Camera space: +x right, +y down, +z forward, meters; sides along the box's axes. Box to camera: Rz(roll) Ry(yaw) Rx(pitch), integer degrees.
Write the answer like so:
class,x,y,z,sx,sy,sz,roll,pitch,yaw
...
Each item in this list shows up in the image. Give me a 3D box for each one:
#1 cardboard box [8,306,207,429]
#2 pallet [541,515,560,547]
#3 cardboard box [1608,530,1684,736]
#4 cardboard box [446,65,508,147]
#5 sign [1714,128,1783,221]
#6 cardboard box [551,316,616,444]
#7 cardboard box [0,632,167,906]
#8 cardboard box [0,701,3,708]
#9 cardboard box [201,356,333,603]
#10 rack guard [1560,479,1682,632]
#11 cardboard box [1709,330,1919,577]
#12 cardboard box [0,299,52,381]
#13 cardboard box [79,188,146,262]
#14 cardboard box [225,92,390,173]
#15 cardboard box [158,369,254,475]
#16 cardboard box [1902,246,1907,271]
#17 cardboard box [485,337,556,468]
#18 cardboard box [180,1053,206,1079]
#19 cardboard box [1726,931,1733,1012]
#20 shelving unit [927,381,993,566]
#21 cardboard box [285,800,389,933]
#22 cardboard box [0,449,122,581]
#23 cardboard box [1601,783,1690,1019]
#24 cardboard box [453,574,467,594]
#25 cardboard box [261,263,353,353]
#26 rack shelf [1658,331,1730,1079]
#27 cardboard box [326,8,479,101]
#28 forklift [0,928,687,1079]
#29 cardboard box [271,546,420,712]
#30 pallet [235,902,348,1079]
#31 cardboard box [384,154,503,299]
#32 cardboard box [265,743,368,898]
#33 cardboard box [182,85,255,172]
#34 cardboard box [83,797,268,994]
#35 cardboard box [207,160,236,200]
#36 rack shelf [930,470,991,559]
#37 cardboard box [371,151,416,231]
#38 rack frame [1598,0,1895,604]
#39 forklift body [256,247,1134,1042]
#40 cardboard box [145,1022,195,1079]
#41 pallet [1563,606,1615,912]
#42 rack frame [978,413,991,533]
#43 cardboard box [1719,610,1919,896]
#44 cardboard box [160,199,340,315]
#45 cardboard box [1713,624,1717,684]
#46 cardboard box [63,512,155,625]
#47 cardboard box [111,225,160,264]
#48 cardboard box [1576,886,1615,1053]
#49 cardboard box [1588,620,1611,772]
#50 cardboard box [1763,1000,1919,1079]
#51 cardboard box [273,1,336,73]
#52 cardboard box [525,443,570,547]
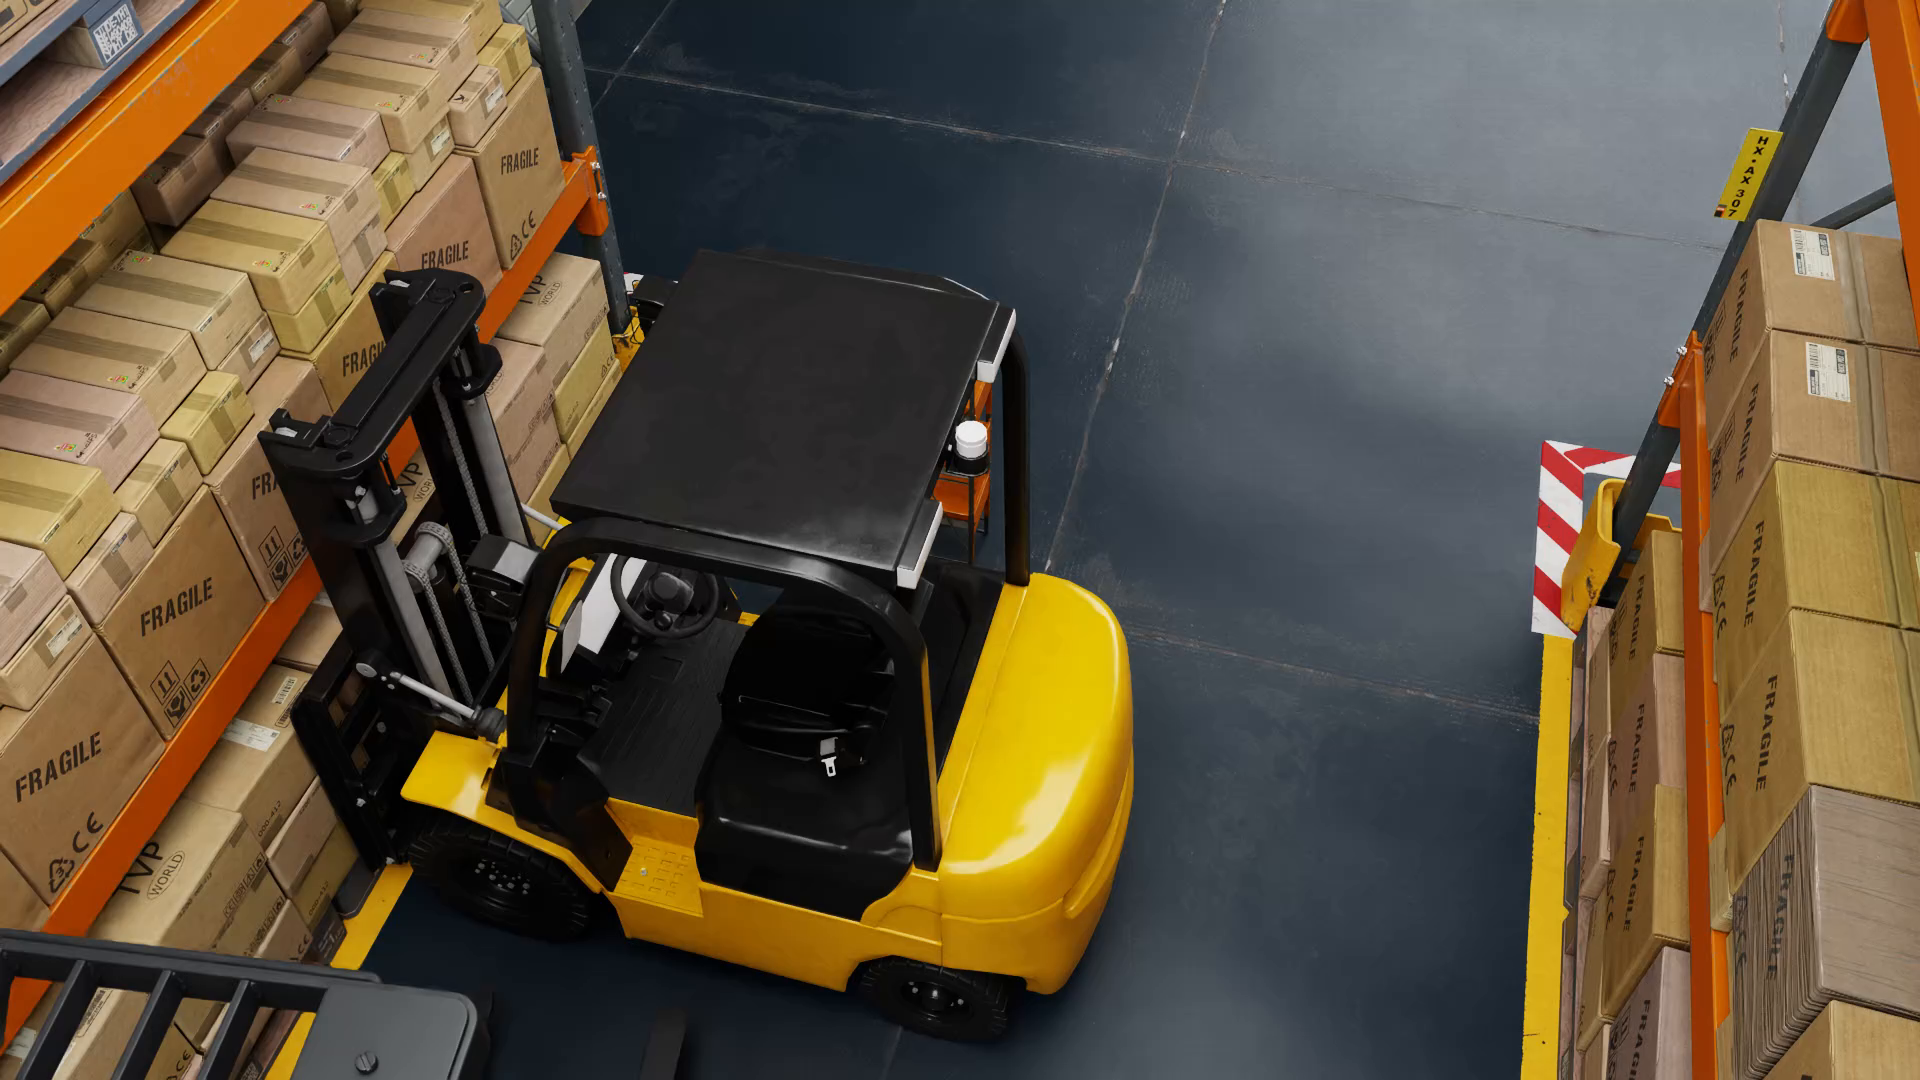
class,x,y,z,sx,sy,sz,roll,pitch,yaw
cardboard box,-2.233,-0.450,4.368,0.380,0.149,0.250,12,50,10
pallet,-2.022,-0.210,6.713,1.003,0.211,1.213,12,50,10
cardboard box,2.443,0.352,5.412,0.500,0.500,0.500,10,49,9
cardboard box,-1.721,-1.445,5.444,0.380,0.149,0.250,12,50,11
sign,2.405,-1.111,5.071,0.100,0.325,0.005,12,50,10
cardboard box,-1.688,-0.675,6.484,0.500,0.250,0.500,11,49,10
cardboard box,-2.424,0.516,4.146,0.500,0.500,0.500,12,50,11
cardboard box,-2.468,0.391,3.824,0.380,0.149,0.250,11,50,10
cardboard box,-2.139,-0.210,4.786,0.500,0.500,0.500,12,50,10
rack guard,2.908,0.165,6.190,1.175,0.500,0.348,12,50,10
cardboard box,2.403,-0.186,4.567,0.500,0.500,0.500,13,50,11
cardboard box,-2.657,-0.535,4.442,0.380,0.149,0.250,13,50,11
cardboard box,-2.602,-0.921,4.784,0.380,0.149,0.250,11,49,9
cardboard box,-1.967,-1.195,5.025,0.380,0.149,0.250,12,50,10
cardboard box,-2.150,-0.342,4.471,0.380,0.149,0.250,11,49,9
cardboard box,3.004,-0.767,4.413,0.700,0.500,0.500,10,49,9
cardboard box,-1.810,-0.489,5.987,0.500,0.250,0.500,12,50,11
cardboard box,-2.467,1.685,4.735,0.500,0.250,0.500,12,50,10
cardboard box,2.026,1.052,3.908,0.380,0.149,0.250,11,49,9
shelving unit,-0.014,-0.309,6.241,0.215,1.050,0.252,12,50,10
cardboard box,-2.229,0.940,5.392,0.500,0.250,0.500,12,50,11
cardboard box,-2.295,-0.071,4.033,0.380,0.149,0.250,11,49,9
cardboard box,2.170,1.092,4.758,0.500,0.500,0.500,12,50,11
cardboard box,-1.946,0.063,5.833,0.500,0.250,0.500,11,49,9
cardboard box,-1.996,-0.703,4.790,0.380,0.149,0.250,12,50,10
rack shelf,2.402,0.967,4.294,1.077,0.370,4.000,12,50,10
cardboard box,-1.787,-1.555,5.343,0.380,0.149,0.250,12,50,10
forklift,-1.365,1.708,3.207,1.130,2.935,3.031,5,49,5
cardboard box,-2.074,0.243,5.341,0.500,0.250,0.500,11,49,9
pallet,-2.664,1.555,5.156,1.003,0.211,1.213,12,50,10
cardboard box,-1.883,-0.946,5.437,0.500,0.500,0.500,13,50,11
cardboard box,-2.215,0.790,5.192,0.500,0.250,0.500,11,50,10
cardboard box,-2.393,-1.287,5.107,0.380,0.149,0.250,12,50,10
cardboard box,-2.340,0.983,4.687,0.500,0.250,0.500,12,50,10
cardboard box,-2.407,-1.193,5.222,0.380,0.149,0.250,10,49,9
rack shelf,-0.014,-0.118,6.457,0.215,0.259,0.240,12,50,10
cardboard box,-1.924,-1.093,5.133,0.380,0.149,0.250,11,50,10
rack frame,2.928,-0.717,5.301,1.000,3.000,0.127,12,50,10
forklift body,-0.600,0.318,4.953,2.313,2.155,1.214,12,50,10
cardboard box,-2.489,1.516,4.551,0.500,0.250,0.500,11,50,10
pallet,2.660,0.841,5.786,1.003,0.211,1.213,12,50,10
rack frame,0.018,-0.397,6.319,0.200,1.050,0.008,12,50,10
cardboard box,2.144,0.552,3.916,0.500,0.500,0.500,11,49,9
cardboard box,-1.992,-0.797,4.674,0.380,0.149,0.250,12,50,11
cardboard box,2.291,0.300,4.571,0.380,0.149,0.250,13,50,11
cardboard box,-2.261,0.038,4.135,0.380,0.149,0.250,11,50,10
cardboard box,-2.608,-0.832,4.903,0.380,0.149,0.250,13,50,11
cardboard box,2.176,1.347,5.033,0.500,0.250,0.500,15,50,13
cardboard box,2.449,0.582,5.708,0.500,0.250,0.500,11,50,10
cardboard box,1.881,1.300,3.256,0.500,0.500,0.500,13,50,11
cardboard box,-2.286,-1.660,5.435,0.380,0.149,0.250,13,50,11
cardboard box,-1.820,-0.163,6.366,0.500,0.250,0.500,12,50,10
